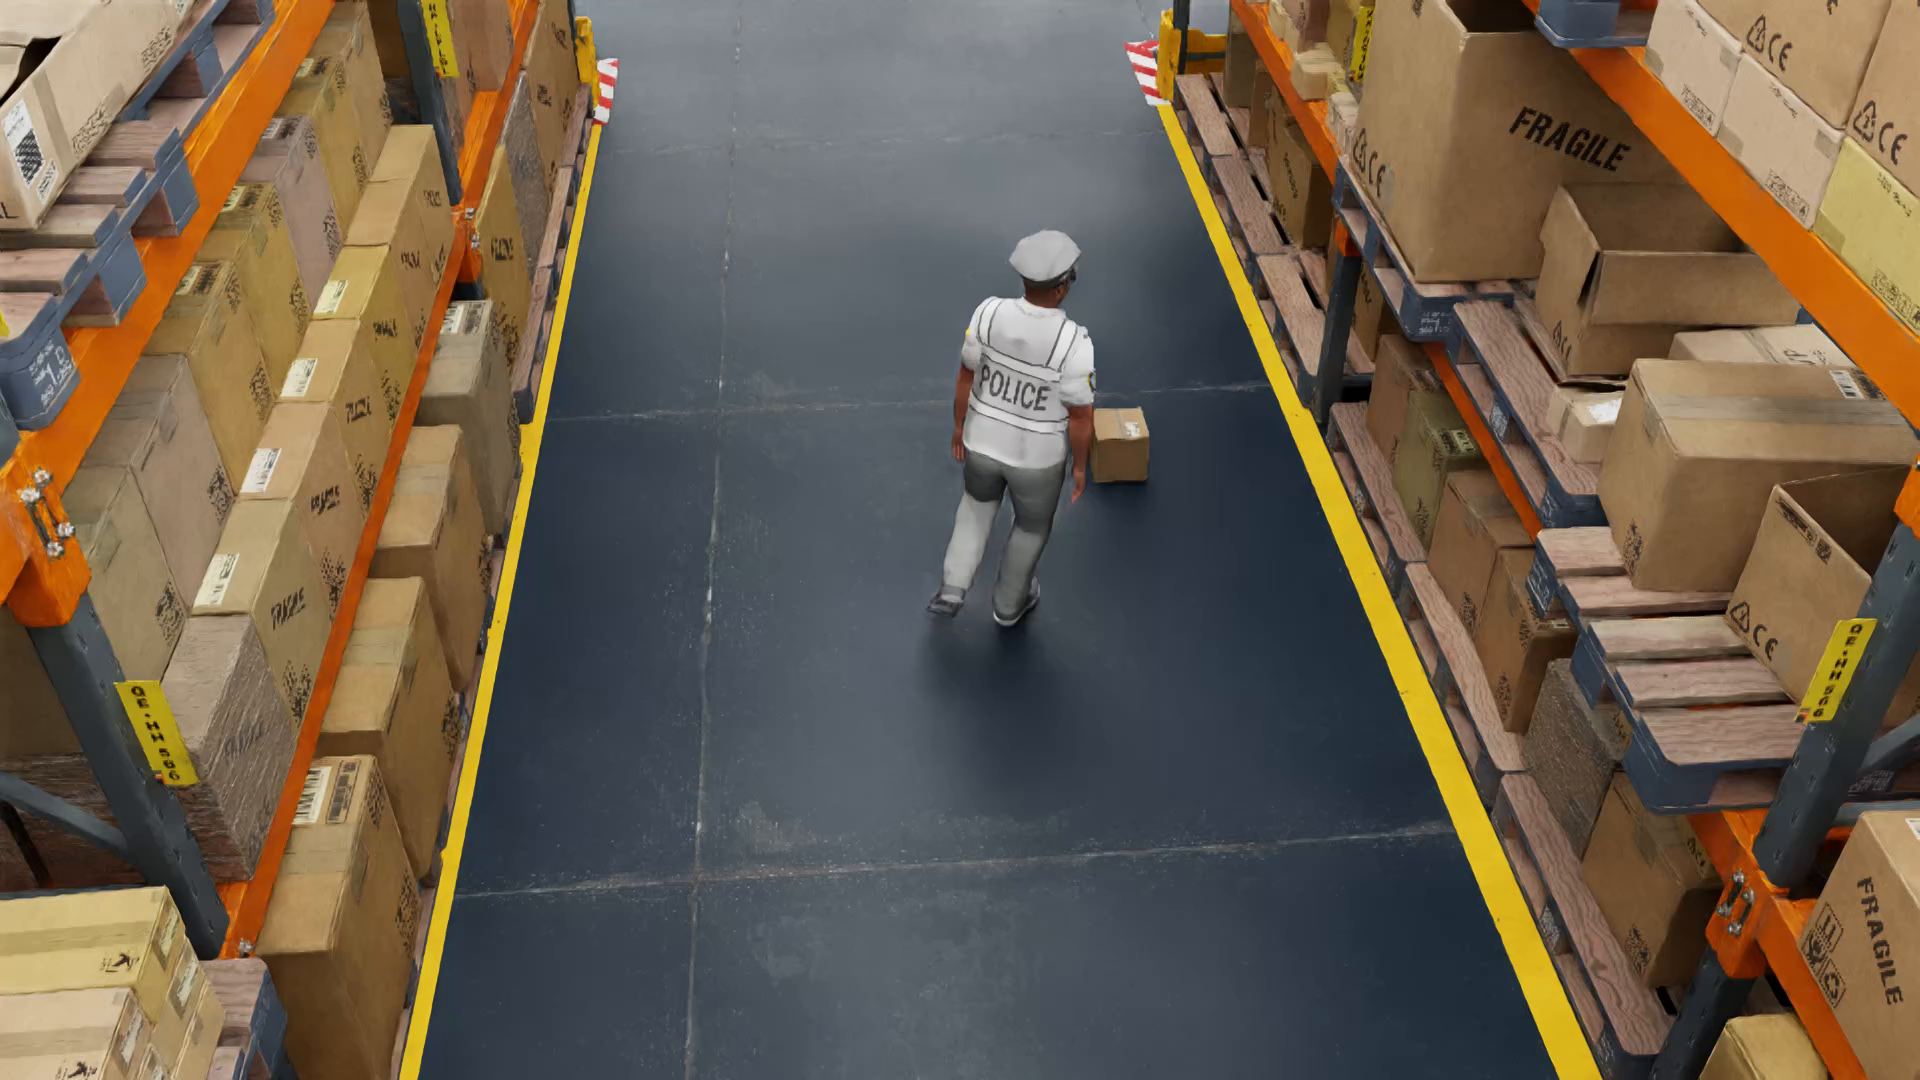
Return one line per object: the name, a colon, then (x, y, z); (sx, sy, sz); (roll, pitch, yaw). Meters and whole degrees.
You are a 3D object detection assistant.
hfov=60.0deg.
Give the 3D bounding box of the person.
person: (0.205, -0.336, 6.524); (0.597, 1.755, 0.579); (19, 43, 22)
